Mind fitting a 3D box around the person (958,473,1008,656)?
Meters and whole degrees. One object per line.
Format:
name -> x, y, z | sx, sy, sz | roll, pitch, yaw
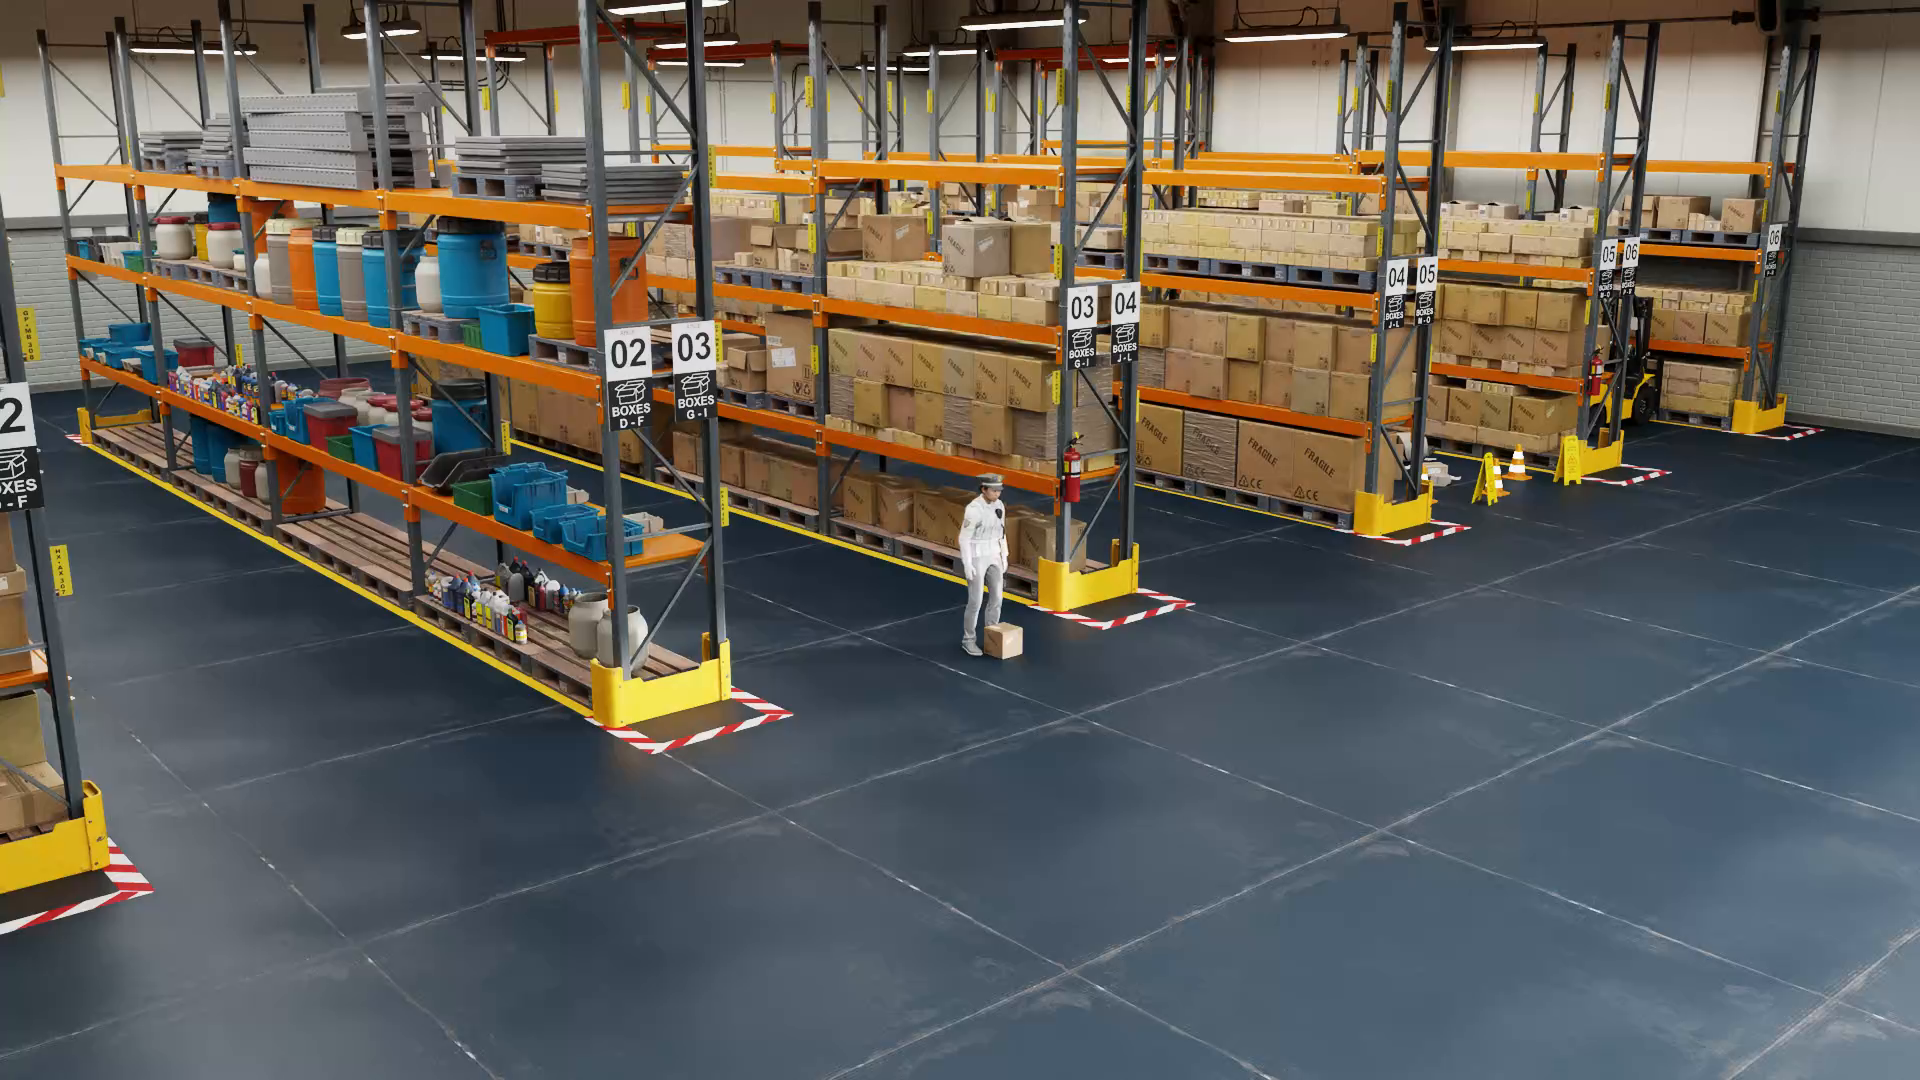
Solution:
person -> 0.237, 0.198, 15.217 | 0.527, 1.662, 0.409 | -12, 19, -40
